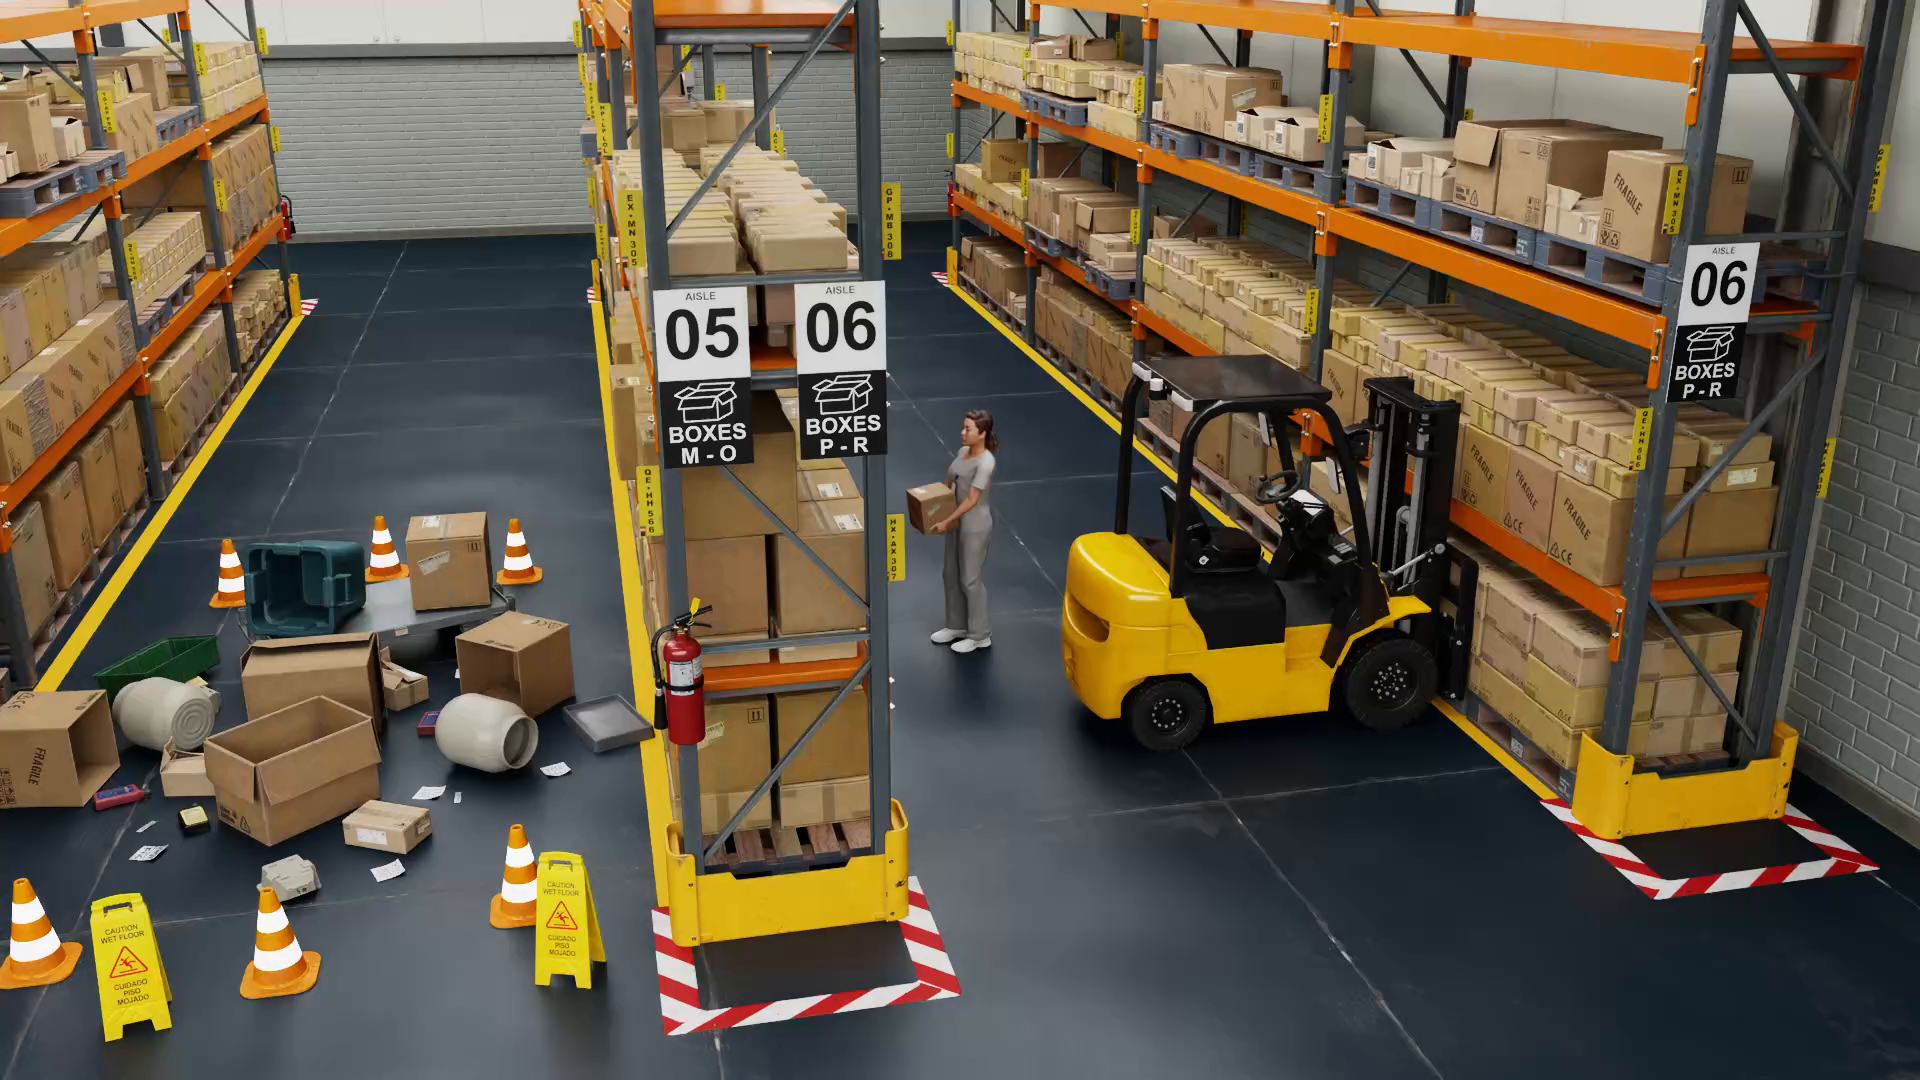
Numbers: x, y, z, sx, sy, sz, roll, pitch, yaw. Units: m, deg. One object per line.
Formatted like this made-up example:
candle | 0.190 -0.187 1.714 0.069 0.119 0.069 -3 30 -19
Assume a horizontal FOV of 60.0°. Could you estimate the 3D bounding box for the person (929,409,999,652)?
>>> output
person | -0.002 -0.064 11.269 0.556 1.665 0.436 -9 21 -23
